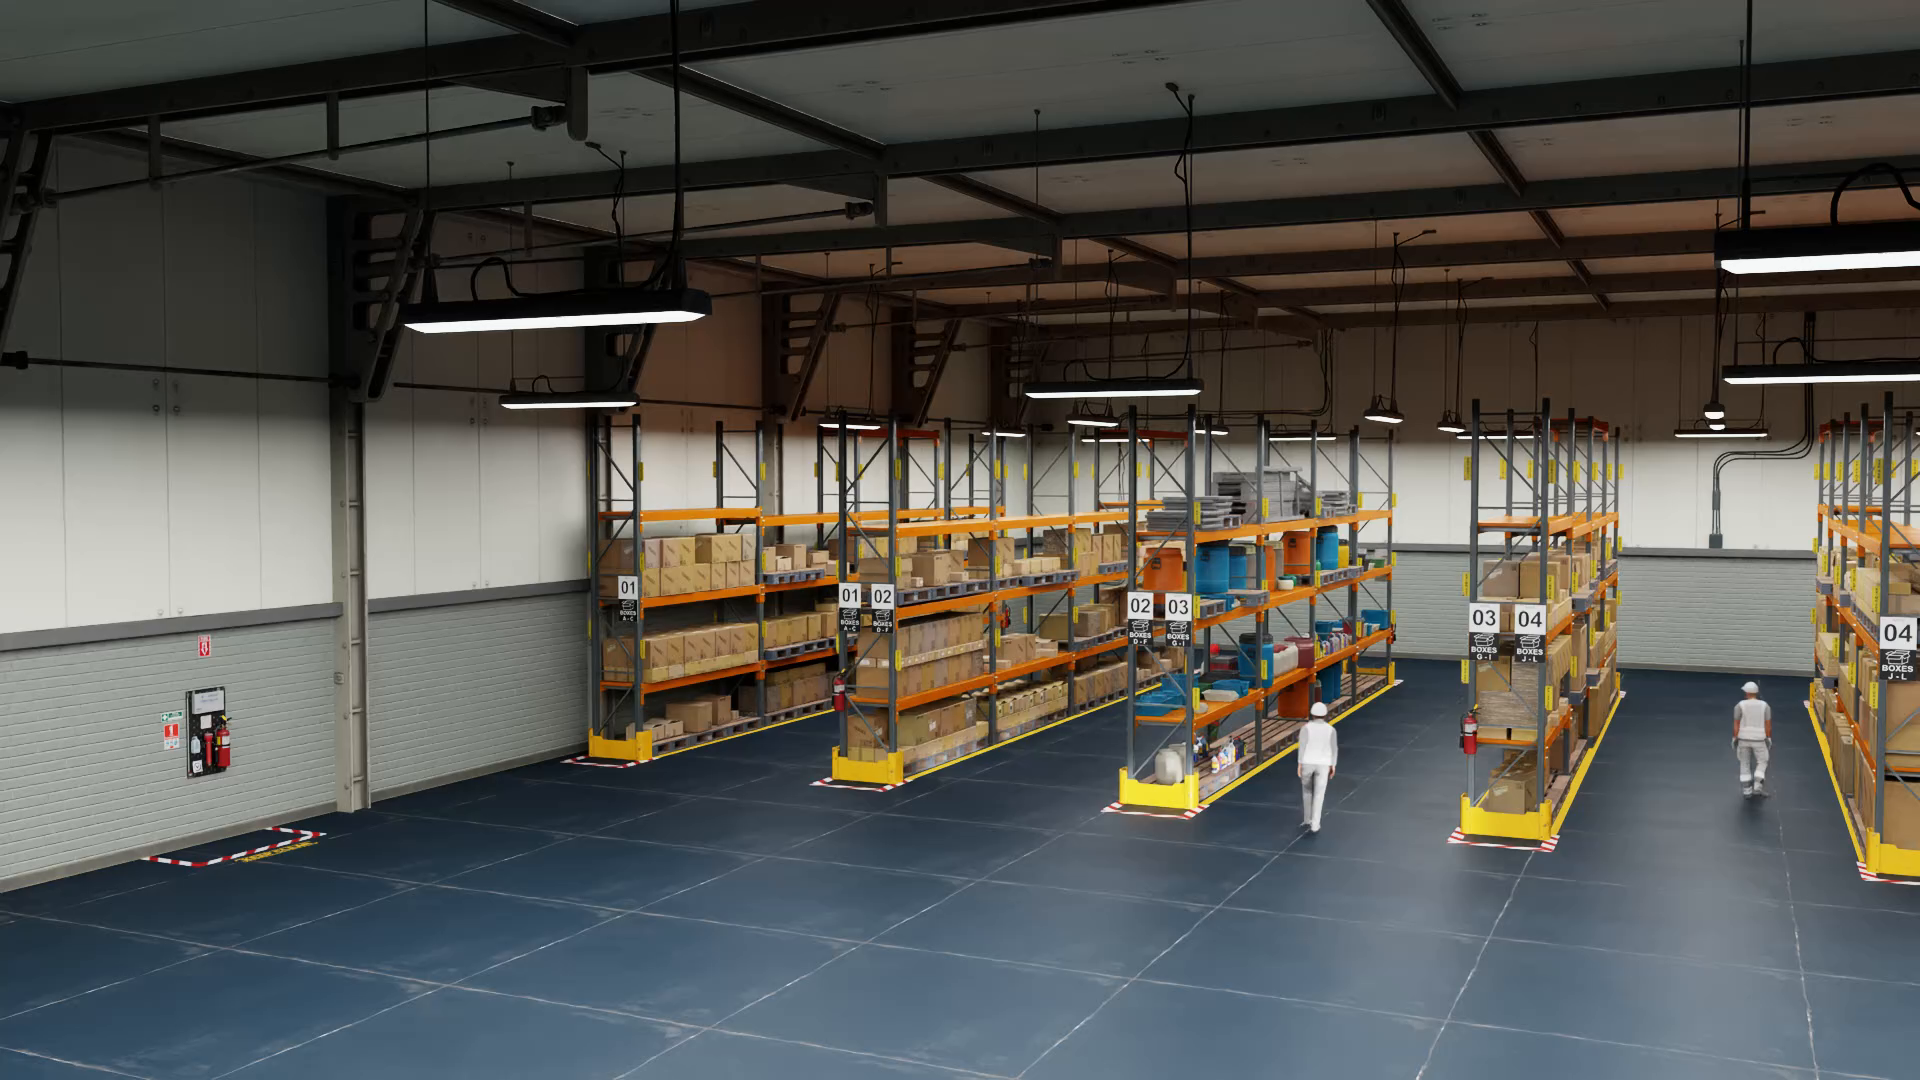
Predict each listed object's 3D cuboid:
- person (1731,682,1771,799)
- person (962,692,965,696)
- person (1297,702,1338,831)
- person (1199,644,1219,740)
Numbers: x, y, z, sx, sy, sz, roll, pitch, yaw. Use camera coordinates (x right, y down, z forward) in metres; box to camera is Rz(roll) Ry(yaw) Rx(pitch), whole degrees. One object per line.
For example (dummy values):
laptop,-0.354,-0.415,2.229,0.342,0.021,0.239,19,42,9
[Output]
person,12.103,3.066,25.430,0.548,1.790,0.540,1,3,27
person,-0.164,2.715,34.495,0.608,1.817,0.822,2,3,37
person,4.998,3.186,23.245,0.532,1.821,0.613,1,2,18
person,4.718,2.829,31.002,0.557,1.784,0.538,0,2,1
